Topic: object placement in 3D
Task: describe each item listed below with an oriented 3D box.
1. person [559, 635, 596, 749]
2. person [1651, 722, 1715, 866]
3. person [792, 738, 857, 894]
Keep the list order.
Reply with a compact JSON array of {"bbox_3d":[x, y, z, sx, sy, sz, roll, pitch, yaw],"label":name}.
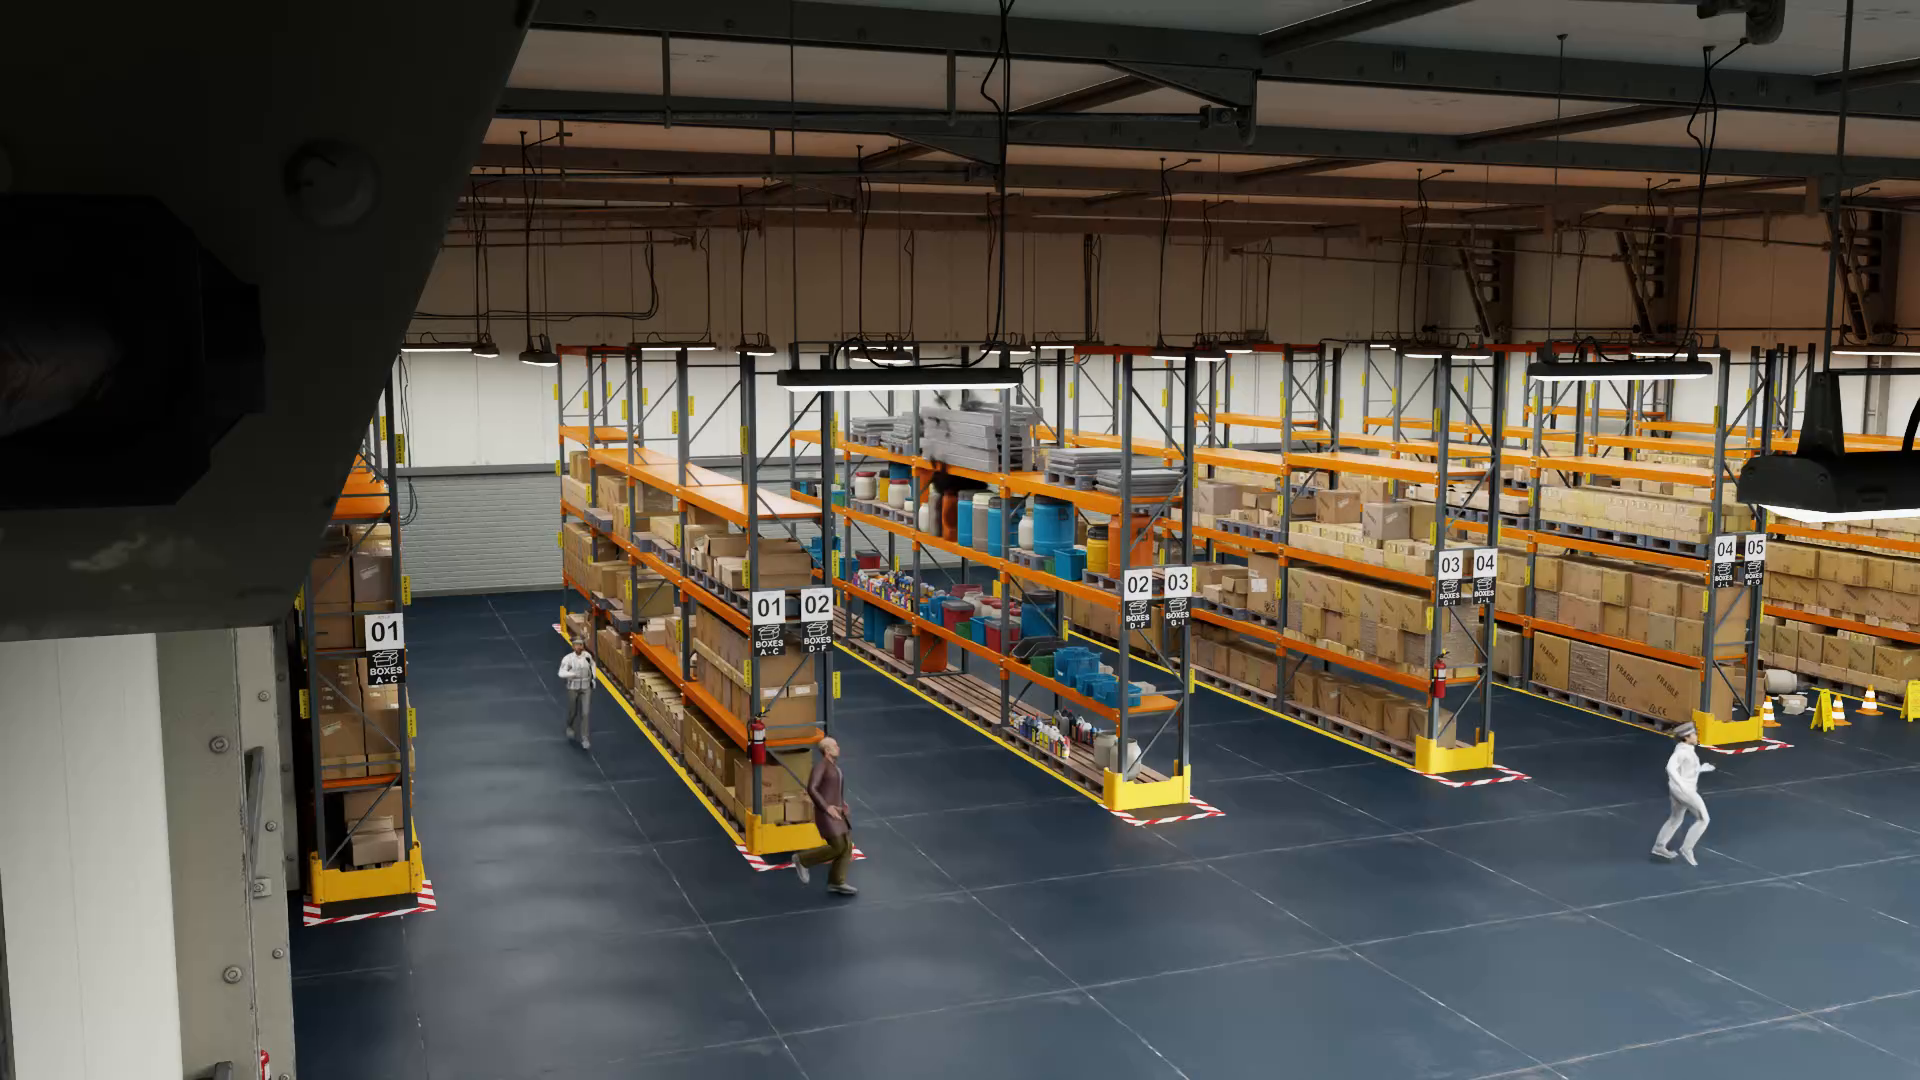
[{"bbox_3d":[-5.781,2.258,25.217,0.617,1.675,0.930,-4,8,-26],"label":"person"},{"bbox_3d":[8.626,3.007,19.785,0.681,1.731,0.597,1,7,10],"label":"person"},{"bbox_3d":[-1.480,3.095,18.872,0.763,1.703,0.762,2,7,12],"label":"person"}]
